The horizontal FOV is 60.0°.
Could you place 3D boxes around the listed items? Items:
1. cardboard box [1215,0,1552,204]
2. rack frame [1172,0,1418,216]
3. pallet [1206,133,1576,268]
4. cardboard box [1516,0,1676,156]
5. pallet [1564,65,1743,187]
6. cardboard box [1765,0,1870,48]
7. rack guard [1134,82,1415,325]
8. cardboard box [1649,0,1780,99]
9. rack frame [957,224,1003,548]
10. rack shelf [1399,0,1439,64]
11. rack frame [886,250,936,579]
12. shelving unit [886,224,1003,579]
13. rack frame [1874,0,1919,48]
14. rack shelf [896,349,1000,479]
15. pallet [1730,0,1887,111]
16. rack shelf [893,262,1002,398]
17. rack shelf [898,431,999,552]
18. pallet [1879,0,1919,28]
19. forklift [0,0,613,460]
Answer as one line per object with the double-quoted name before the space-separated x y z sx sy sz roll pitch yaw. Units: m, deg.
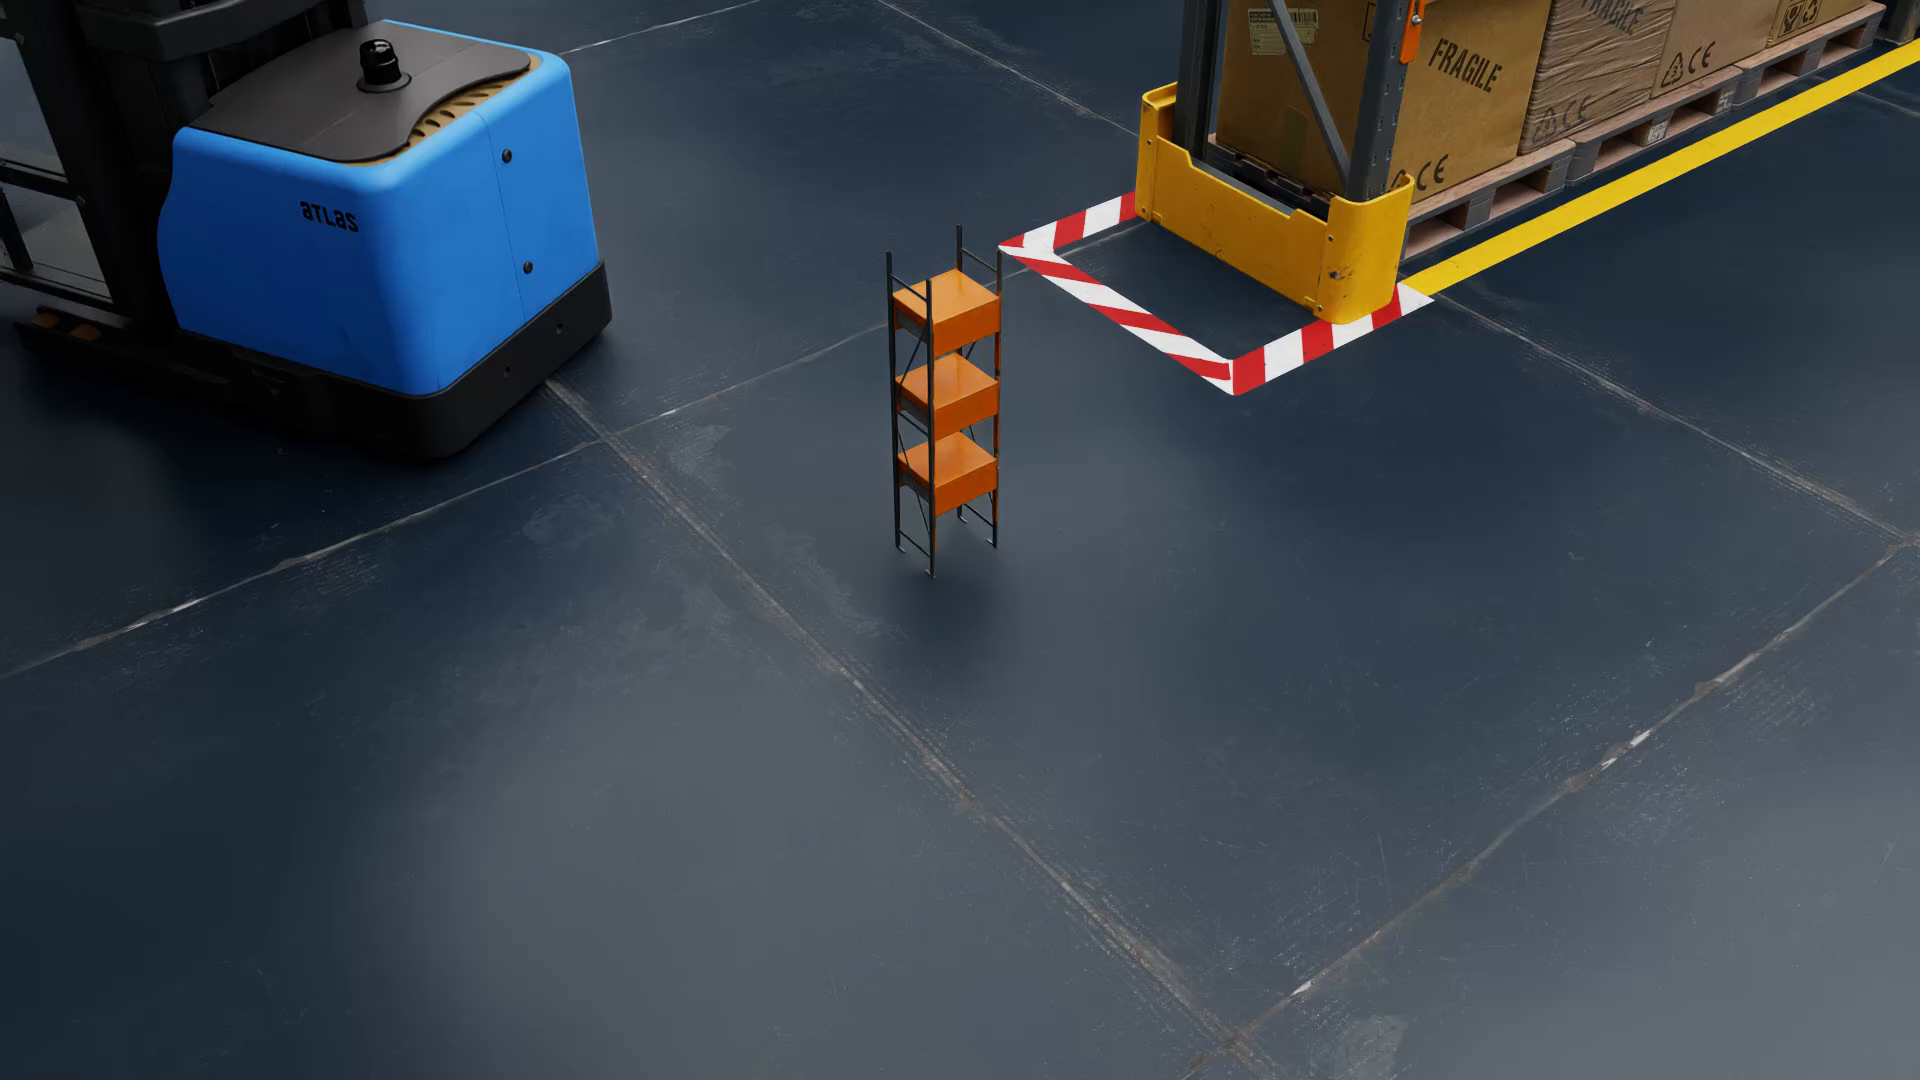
"cardboard box" 1.669 -1.947 6.603 0.875 0.875 0.875 -26 46 -28
"rack frame" 1.210 -2.319 5.711 0.127 3.000 1.000 -26 46 -28
"pallet" 1.796 -1.589 7.020 1.213 0.211 1.003 -26 46 -28
"cardboard box" 2.390 -2.299 7.031 0.875 0.875 0.875 -26 46 -28
"pallet" 2.763 -2.058 7.592 1.213 0.211 1.003 -26 46 -28
"cardboard box" 3.810 -2.991 7.875 0.875 0.875 0.875 -26 46 -28
"rack guard" 1.191 -1.343 6.493 0.348 0.500 1.175 -26 46 -28
"cardboard box" 3.096 -2.643 7.451 0.875 0.875 0.875 -26 46 -28
"rack frame" 0.054 -0.432 4.949 0.008 1.050 0.200 -26 46 -28
"rack shelf" 2.796 -2.813 6.882 4.000 0.370 1.077 -26 46 -28
"rack frame" -0.139 -0.338 4.834 0.008 1.050 0.200 -26 46 -28
"shelving unit" -0.042 -0.385 4.892 0.252 1.050 0.215 -26 46 -28
"rack frame" 4.382 -3.864 7.596 0.127 3.000 1.000 -26 46 -28
"rack shelf" -0.042 -0.377 4.899 0.240 0.259 0.215 -26 46 -28
"pallet" 3.731 -2.532 8.170 1.213 0.211 1.003 -26 46 -28
"rack shelf" -0.042 -0.596 4.719 0.240 0.259 0.215 -26 46 -28
"rack shelf" -0.042 -0.162 5.075 0.240 0.259 0.215 -26 46 -28
"pallet" 4.948 -3.122 8.890 1.213 0.211 1.003 -26 46 -28
"forklift" -2.843 -2.026 5.408 3.031 2.935 1.130 16 42 19
